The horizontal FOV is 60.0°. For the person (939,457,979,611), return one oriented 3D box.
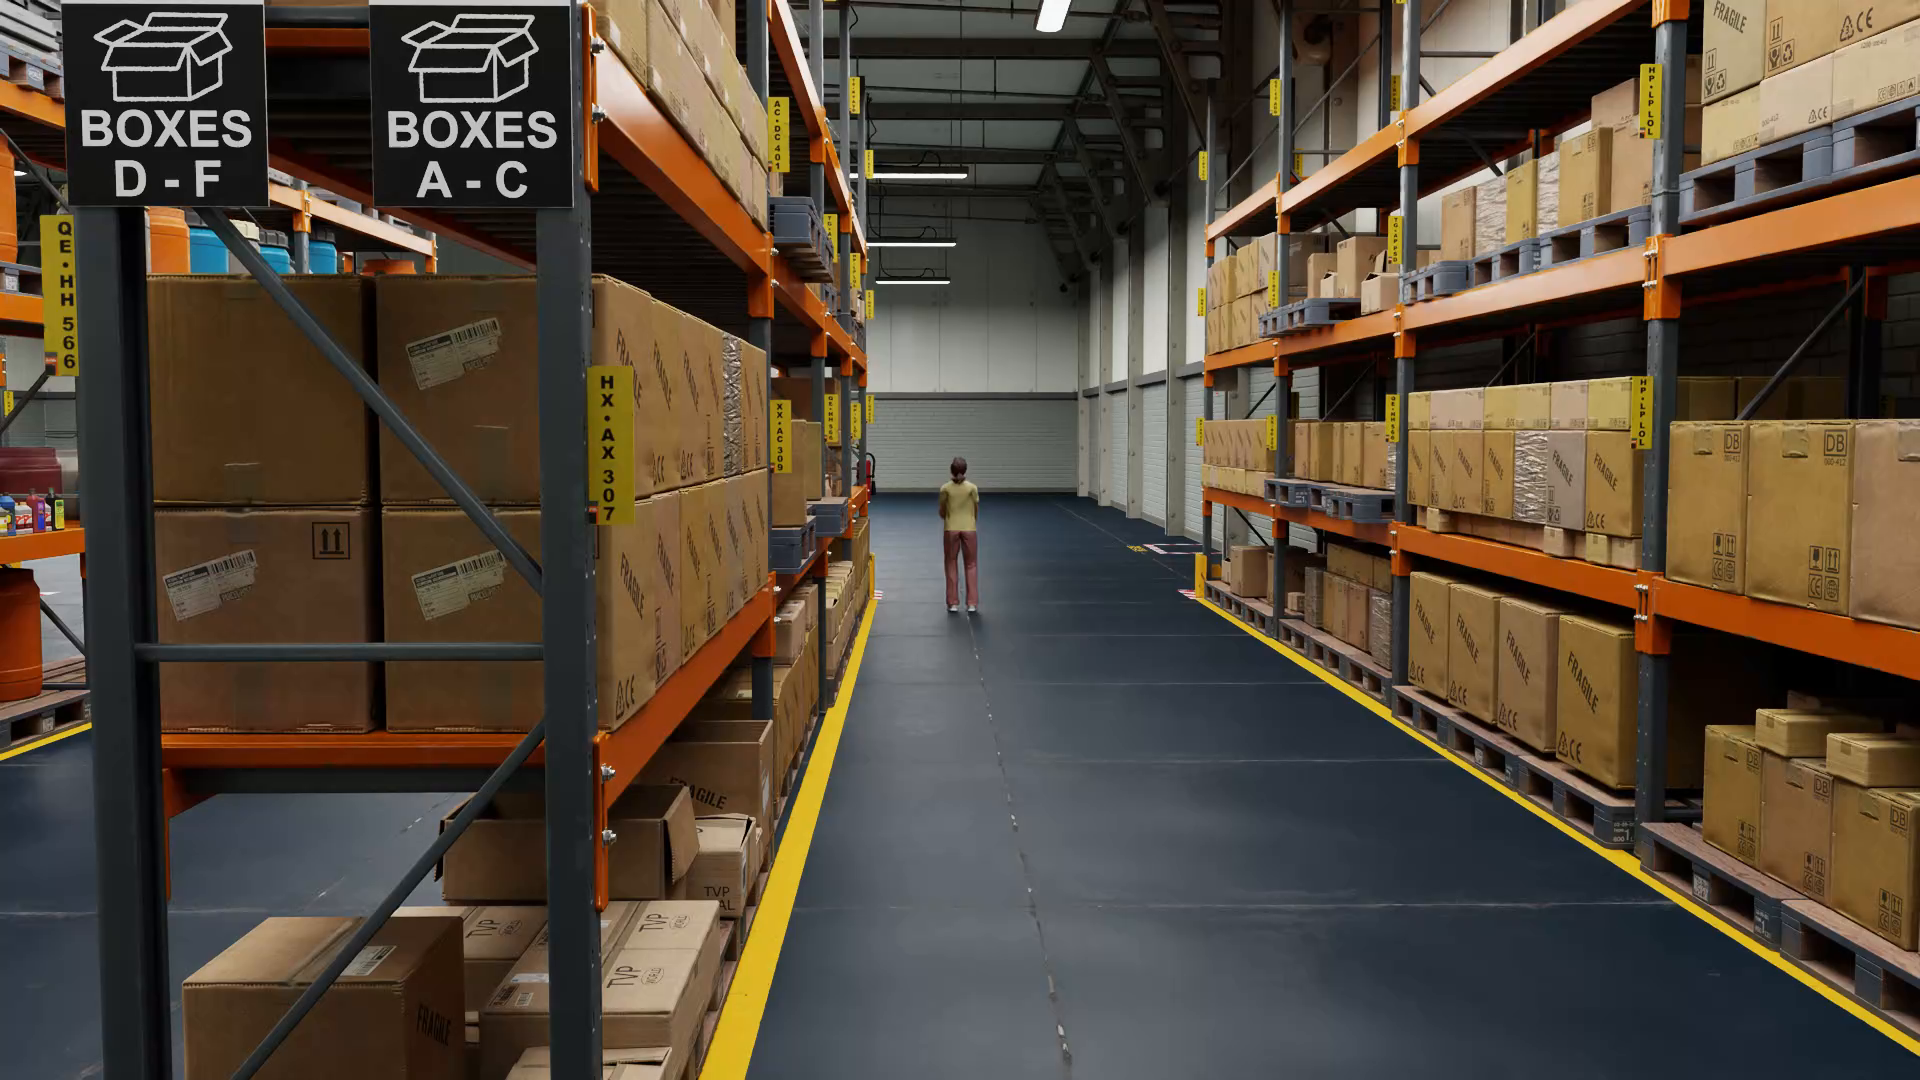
[{"bbox_3d":[-0.014,-0.067,17.966,0.436,1.673,0.543,0,4,-2],"label":"person"}]
